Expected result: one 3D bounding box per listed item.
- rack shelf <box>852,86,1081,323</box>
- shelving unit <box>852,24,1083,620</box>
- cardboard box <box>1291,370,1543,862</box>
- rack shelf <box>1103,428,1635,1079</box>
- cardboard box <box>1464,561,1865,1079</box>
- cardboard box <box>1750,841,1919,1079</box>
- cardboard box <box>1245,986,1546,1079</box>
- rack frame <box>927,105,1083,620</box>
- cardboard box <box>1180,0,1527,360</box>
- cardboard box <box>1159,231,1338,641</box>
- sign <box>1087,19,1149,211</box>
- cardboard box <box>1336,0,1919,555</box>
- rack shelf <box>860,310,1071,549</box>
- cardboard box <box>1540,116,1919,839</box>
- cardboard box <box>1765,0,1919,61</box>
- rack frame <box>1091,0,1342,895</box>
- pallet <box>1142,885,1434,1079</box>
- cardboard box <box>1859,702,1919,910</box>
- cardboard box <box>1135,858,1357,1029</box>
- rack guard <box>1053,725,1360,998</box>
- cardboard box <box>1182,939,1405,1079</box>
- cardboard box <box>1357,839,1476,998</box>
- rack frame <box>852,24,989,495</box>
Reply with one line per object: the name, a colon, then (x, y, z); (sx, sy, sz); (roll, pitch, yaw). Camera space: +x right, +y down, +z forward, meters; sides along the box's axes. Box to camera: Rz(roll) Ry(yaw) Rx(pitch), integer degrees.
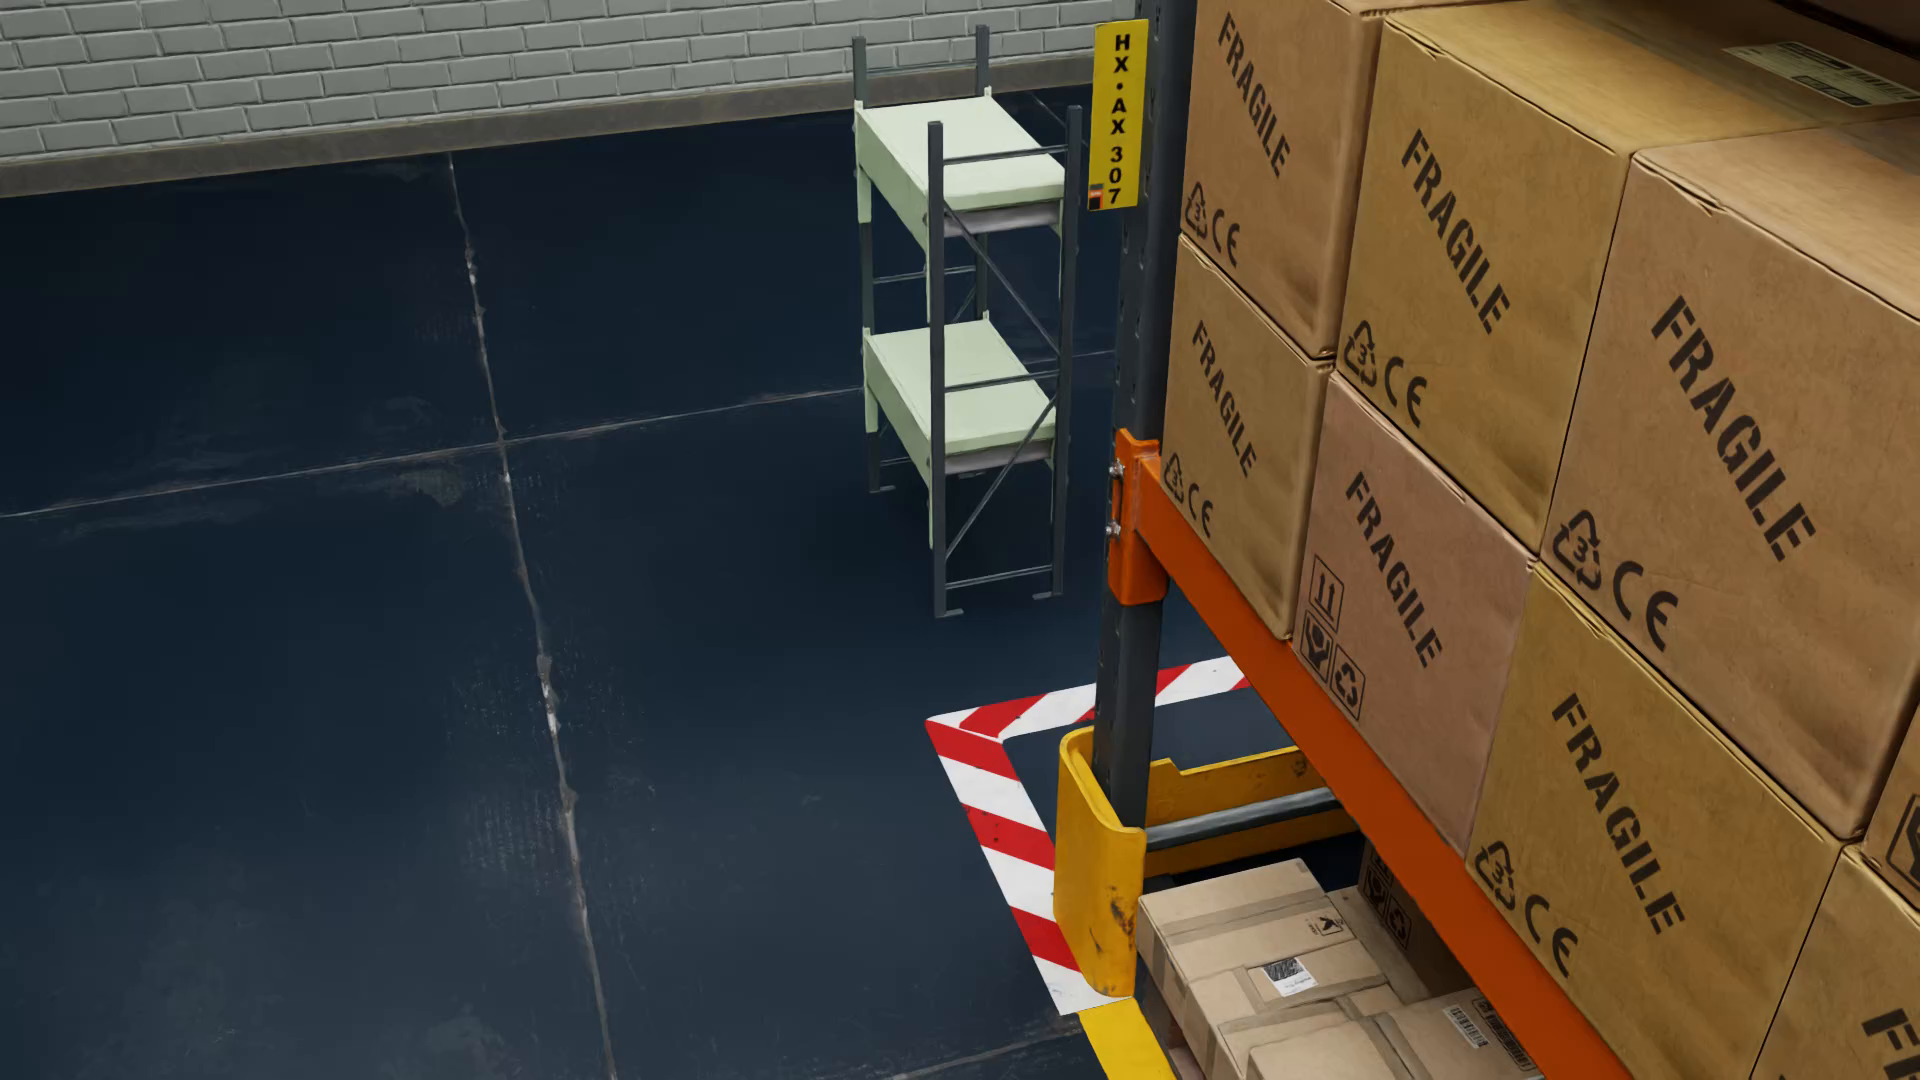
rack shelf: (0.002, -0.948, 4.616); (0.431, 0.370, 0.720); (-10, 35, -15)
shelving unit: (0.002, -0.622, 4.831); (0.431, 1.500, 0.755); (-10, 35, -15)
cardboard box: (0.835, 0.056, 2.354); (0.500, 0.500, 0.500); (-10, 35, -15)
rack shelf: (1.398, 0.900, 1.819); (1.077, 0.370, 4.000); (-10, 35, -15)
cardboard box: (0.985, 0.320, 1.955); (0.500, 0.500, 0.500); (-10, 35, -15)
cardboard box: (1.136, 0.582, 1.557); (0.500, 0.500, 0.500); (-10, 35, -14)
cardboard box: (0.836, 1.109, 2.945); (0.500, 0.250, 0.500); (-10, 35, -15)
rack frame: (0.114, -0.430, 4.540); (0.400, 1.500, 0.023); (-10, 35, -15)
cardboard box: (0.672, -0.632, 2.487); (0.500, 0.500, 0.500); (-9, 35, -13)
cardboard box: (0.672, -0.214, 2.763); (0.500, 0.500, 0.500); (-9, 35, -14)
sign: (0.271, -0.720, 2.833); (0.100, 0.325, 0.005); (-10, 35, -15)
cardboard box: (0.839, -0.358, 2.074); (0.500, 0.500, 0.500); (-10, 35, -14)
rack shelf: (0.002, -0.350, 5.011); (0.431, 0.370, 0.720); (-10, 35, -15)
cardboard box: (0.987, -0.095, 1.675); (0.500, 0.500, 0.500); (-10, 35, -14)
cardboard box: (1.340, -0.456, 2.222); (0.500, 0.500, 0.500); (-9, 35, -13)
rack frame: (0.788, -0.450, 3.210); (1.000, 3.000, 0.127); (-10, 35, -15)
pallet: (1.055, 1.172, 3.285); (1.003, 0.211, 1.213); (-10, 35, -15)
cardboard box: (1.143, 0.172, 1.272); (0.500, 0.500, 0.500); (-10, 35, -15)
cardboard box: (0.588, 0.834, 3.455); (0.380, 0.149, 0.250); (-10, 35, -15)
rack guard: (0.811, 0.633, 3.839); (1.175, 0.500, 0.348); (-10, 35, -15)
cardboard box: (0.665, 0.957, 3.251); (0.380, 0.166, 0.250); (-10, 35, -15)
cardboard box: (1.188, 0.653, 3.409); (0.500, 0.500, 0.500); (-10, 35, -15)
rack frame: (-0.110, -0.814, 5.122); (0.400, 1.500, 0.023); (-10, 35, -15)
